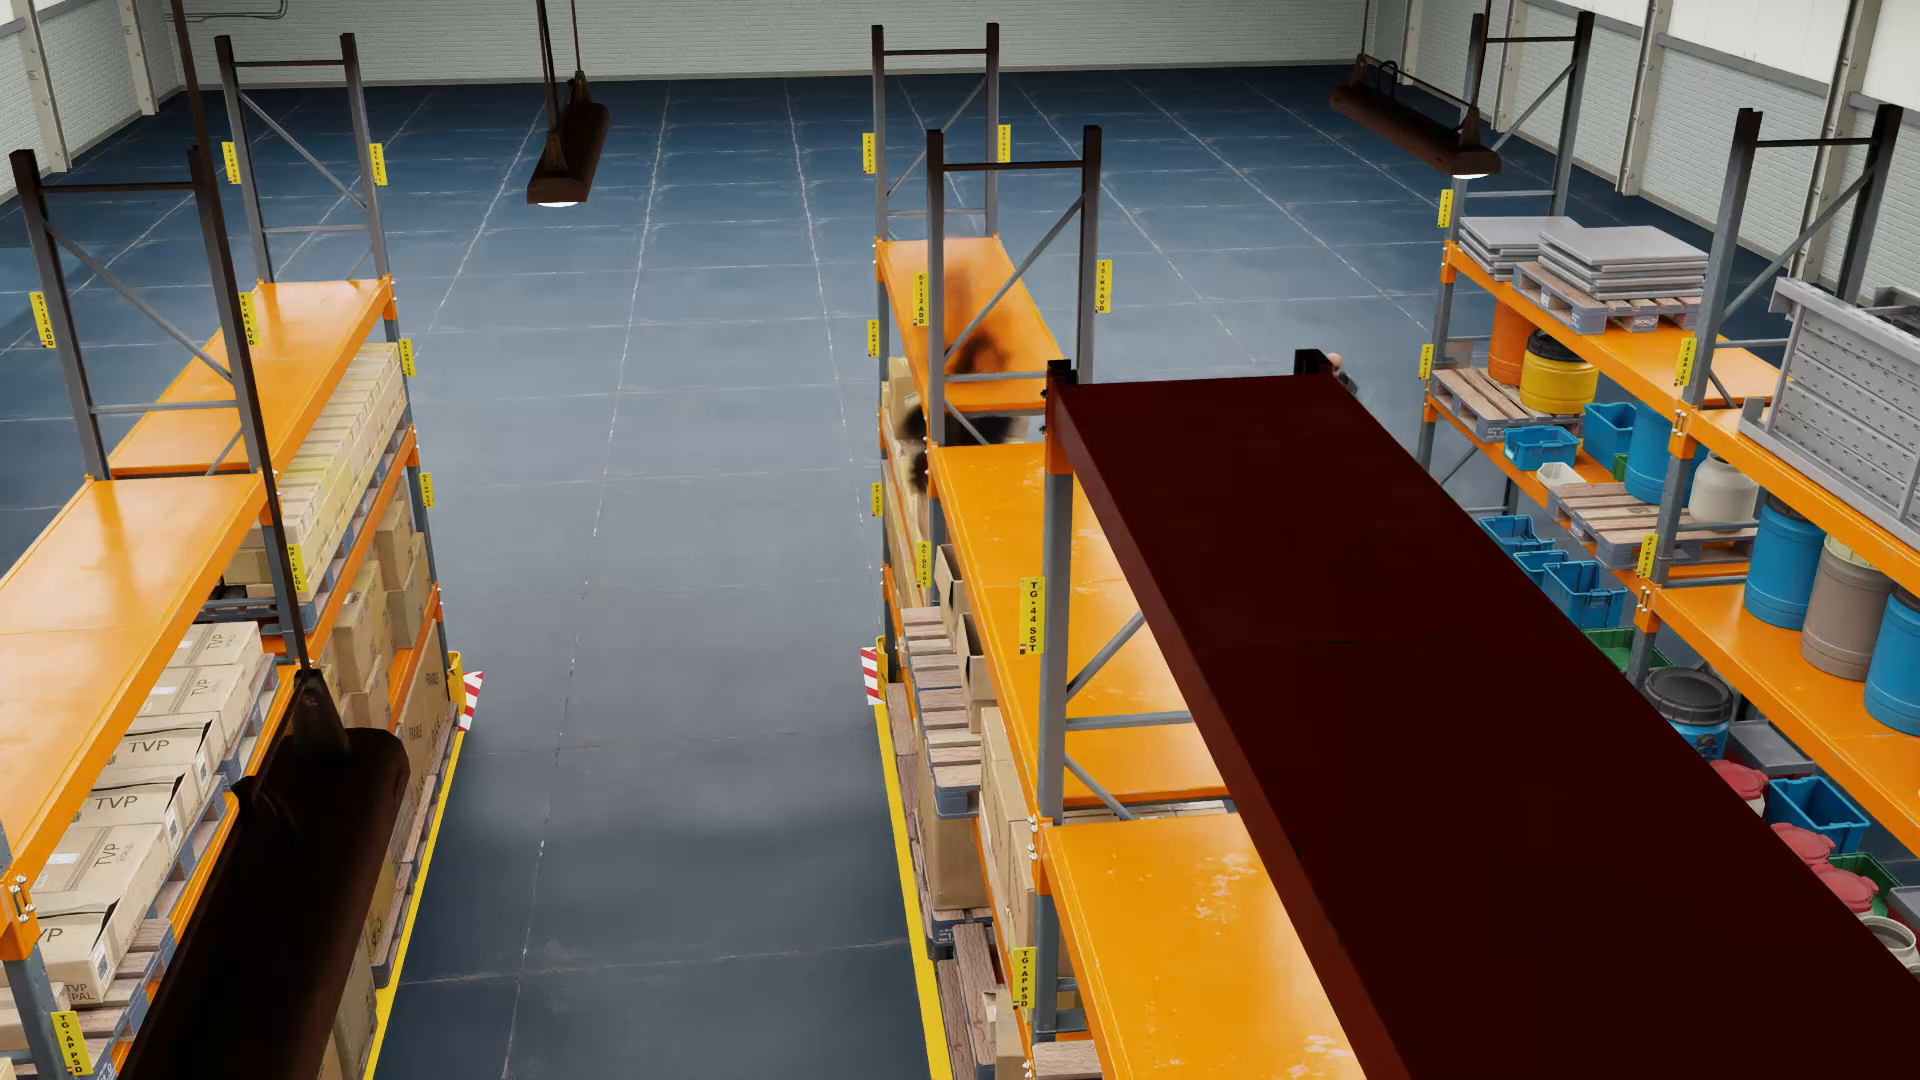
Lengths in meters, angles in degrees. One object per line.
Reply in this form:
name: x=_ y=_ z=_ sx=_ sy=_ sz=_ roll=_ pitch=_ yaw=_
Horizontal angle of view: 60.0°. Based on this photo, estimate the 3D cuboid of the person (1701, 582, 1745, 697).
person: x=6.514 y=1.098 z=14.035 sx=0.662 sy=1.707 sz=0.826 roll=-4 pitch=26 yaw=-9

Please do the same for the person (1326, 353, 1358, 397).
person: x=4.273 y=-1.314 z=19.284 sx=0.756 sy=1.758 sz=0.652 roll=8 pitch=27 yaw=17
